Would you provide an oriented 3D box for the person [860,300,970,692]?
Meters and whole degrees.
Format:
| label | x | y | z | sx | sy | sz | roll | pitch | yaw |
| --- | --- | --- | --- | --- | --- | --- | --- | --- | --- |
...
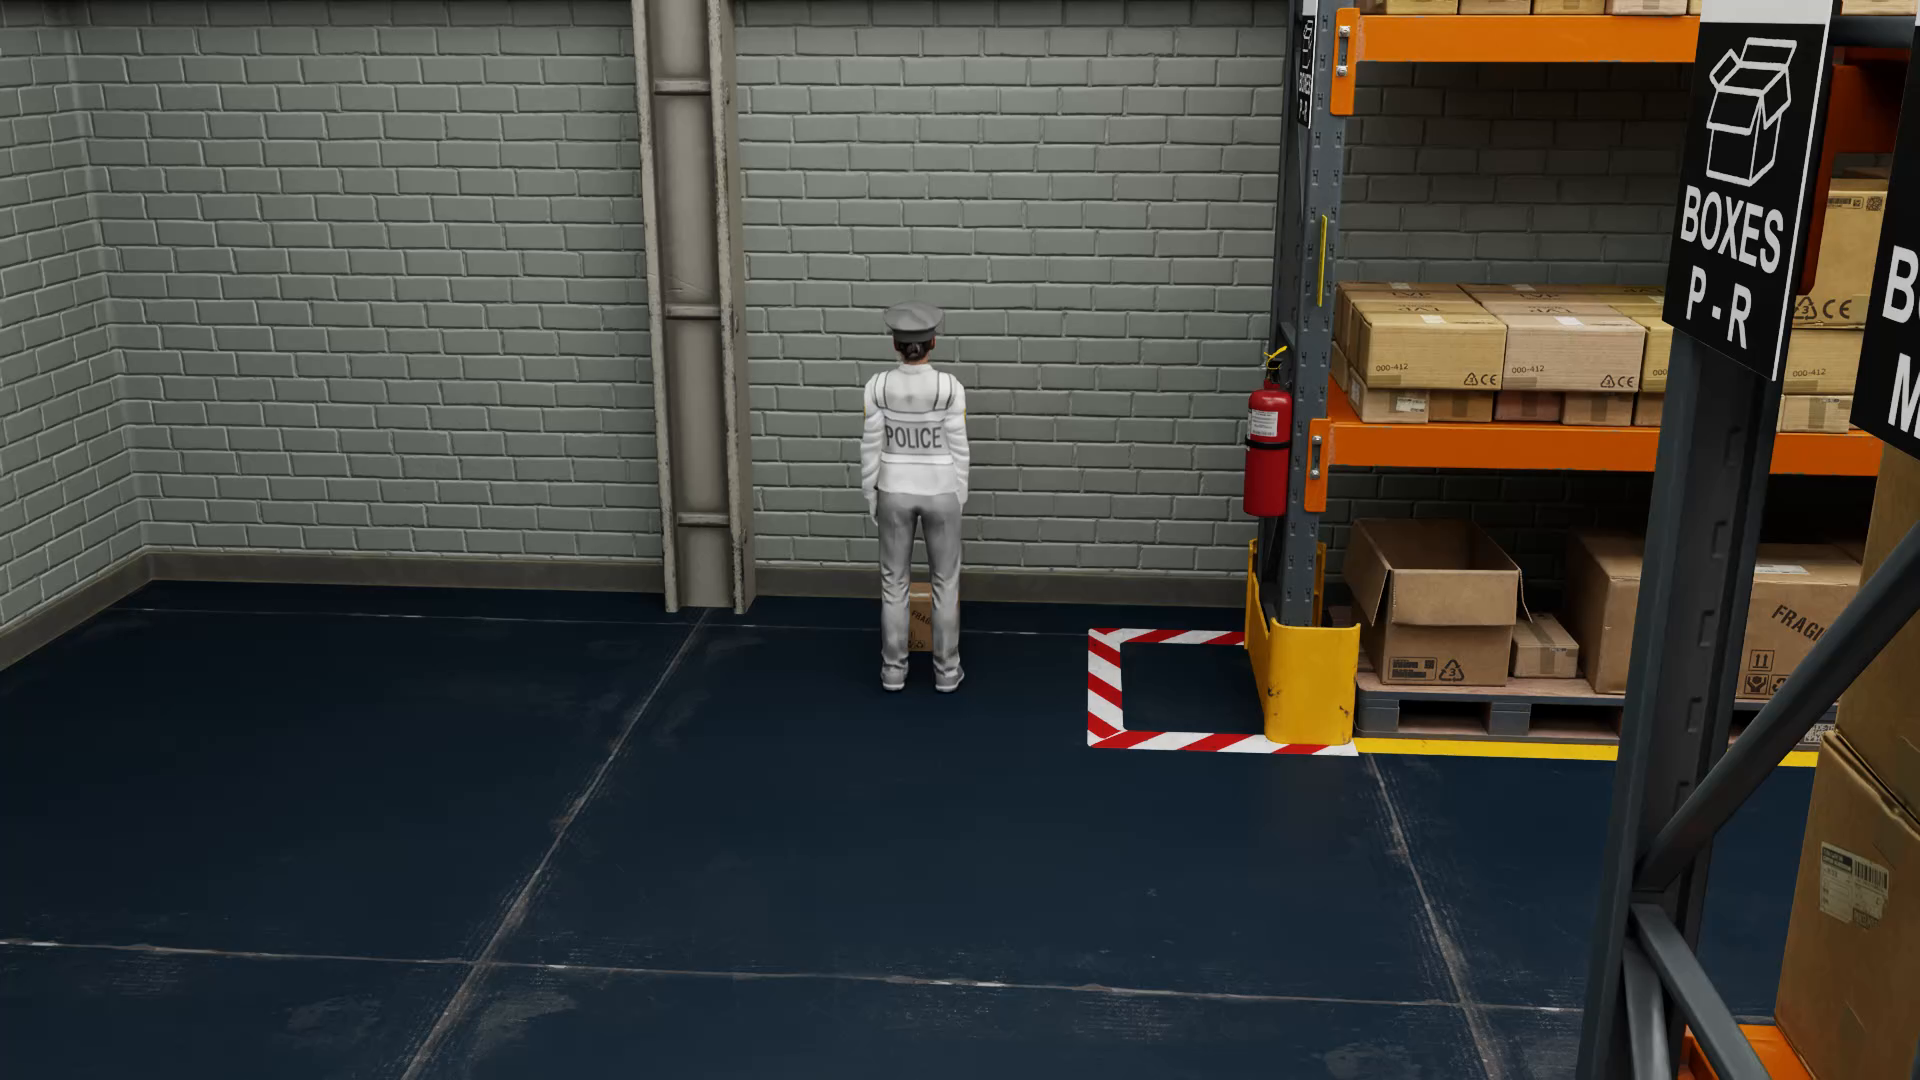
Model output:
| label | x | y | z | sx | sy | sz | roll | pitch | yaw |
| --- | --- | --- | --- | --- | --- | --- | --- | --- | --- |
| person | -0.187 | -0.174 | 7.078 | 0.466 | 1.679 | 0.341 | 2 | 18 | 5 |
